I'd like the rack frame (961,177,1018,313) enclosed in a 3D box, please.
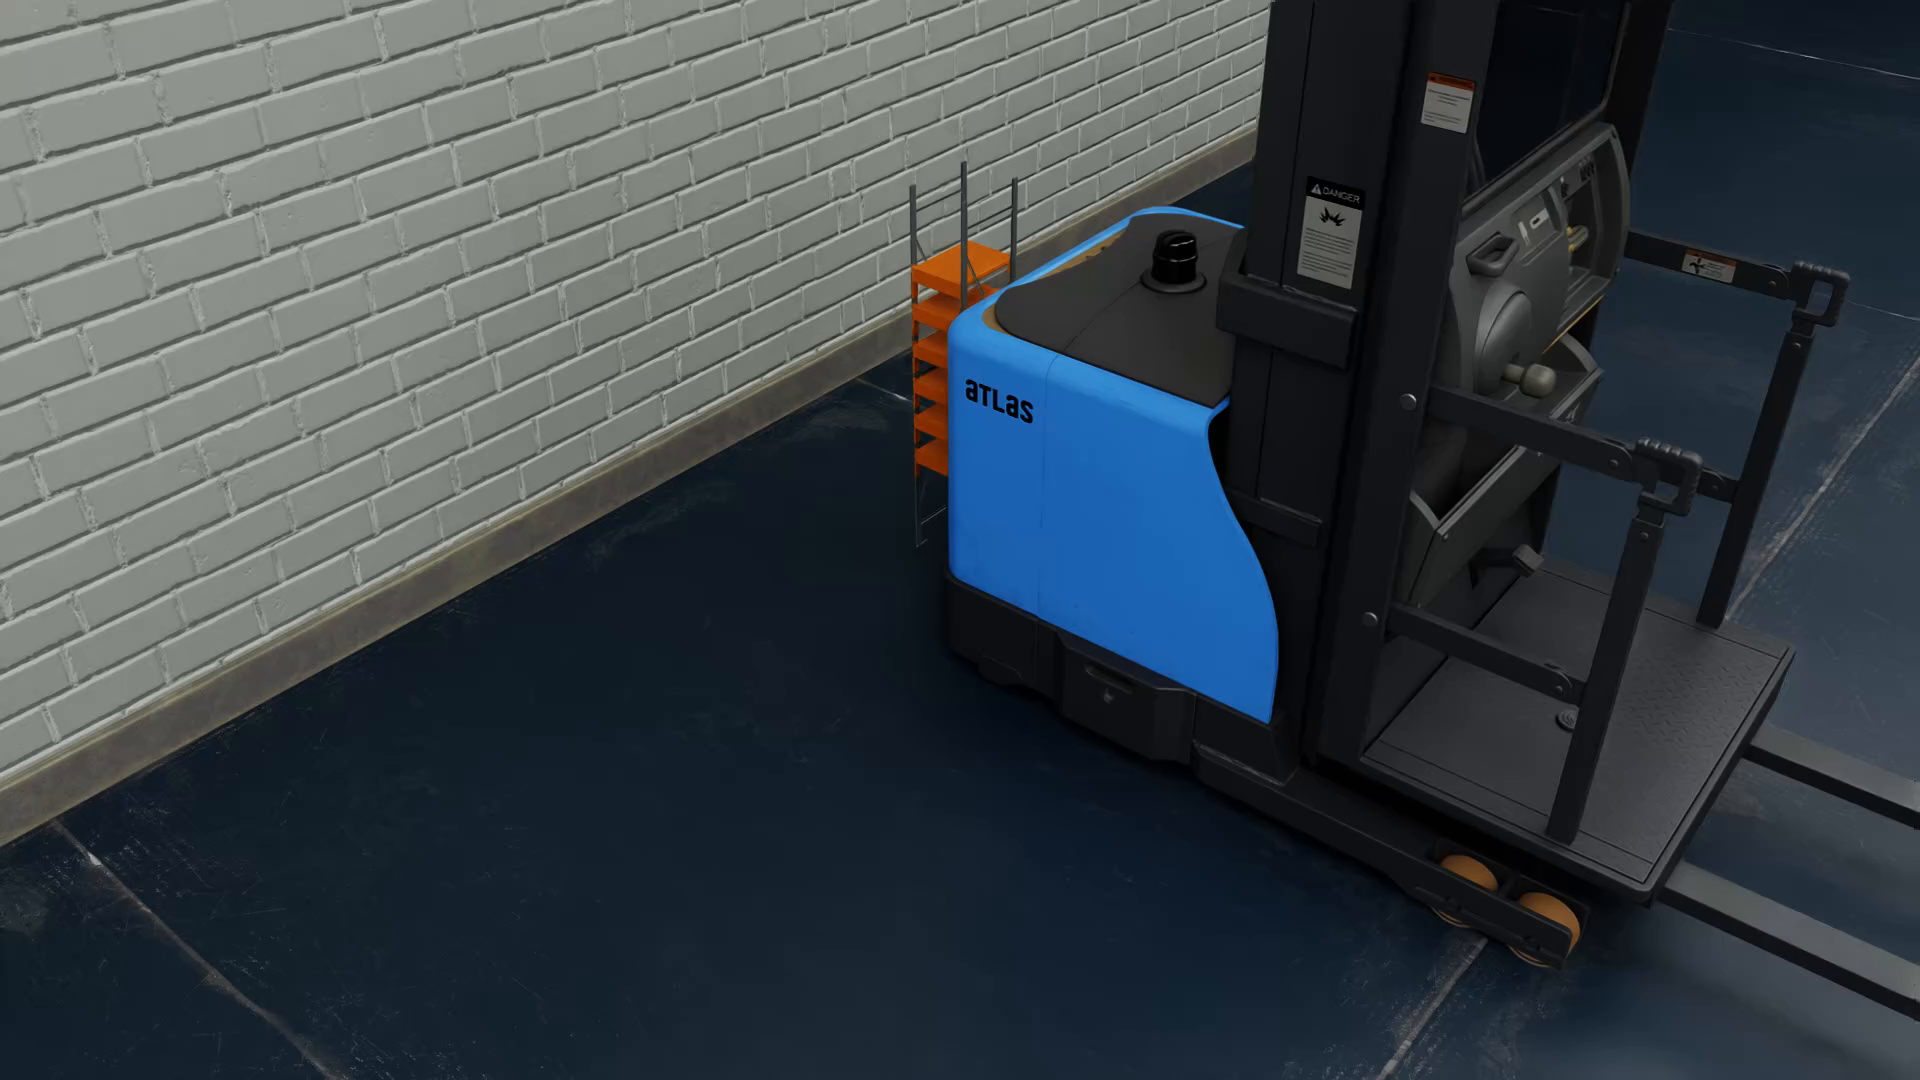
[{"bbox_3d":[0.081,-0.456,4.854,0.006,1.200,0.240,25,42,32],"label":"rack frame"}]

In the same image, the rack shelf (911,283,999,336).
[{"bbox_3d":[0.011,-0.651,4.792,0.180,0.103,0.258,25,42,32],"label":"rack shelf"}]

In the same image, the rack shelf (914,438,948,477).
[{"bbox_3d":[0.011,-0.255,5.064,0.180,0.103,0.258,25,42,32],"label":"rack shelf"}]

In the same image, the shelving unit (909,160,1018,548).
[{"bbox_3d":[0.011,-0.489,4.903,0.189,1.200,0.258,25,42,32],"label":"shelving unit"}]

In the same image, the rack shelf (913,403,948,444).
[{"bbox_3d":[0.011,-0.354,4.996,0.180,0.103,0.258,25,42,32],"label":"rack shelf"}]

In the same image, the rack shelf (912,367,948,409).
[{"bbox_3d":[0.011,-0.453,4.928,0.180,0.103,0.258,25,42,32],"label":"rack shelf"}]

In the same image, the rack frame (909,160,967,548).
[{"bbox_3d":[-0.059,-0.523,4.951,0.006,1.200,0.240,25,42,32],"label":"rack frame"}]

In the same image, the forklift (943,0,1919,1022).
[{"bbox_3d":[1.422,-0.571,3.492,3.031,2.935,1.130,24,41,31],"label":"forklift"}]

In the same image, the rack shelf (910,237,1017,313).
[{"bbox_3d":[0.011,-0.749,4.724,0.180,0.103,0.258,25,42,32],"label":"rack shelf"}]

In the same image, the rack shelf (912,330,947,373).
[{"bbox_3d":[0.011,-0.552,4.860,0.180,0.103,0.258,25,42,32],"label":"rack shelf"}]
